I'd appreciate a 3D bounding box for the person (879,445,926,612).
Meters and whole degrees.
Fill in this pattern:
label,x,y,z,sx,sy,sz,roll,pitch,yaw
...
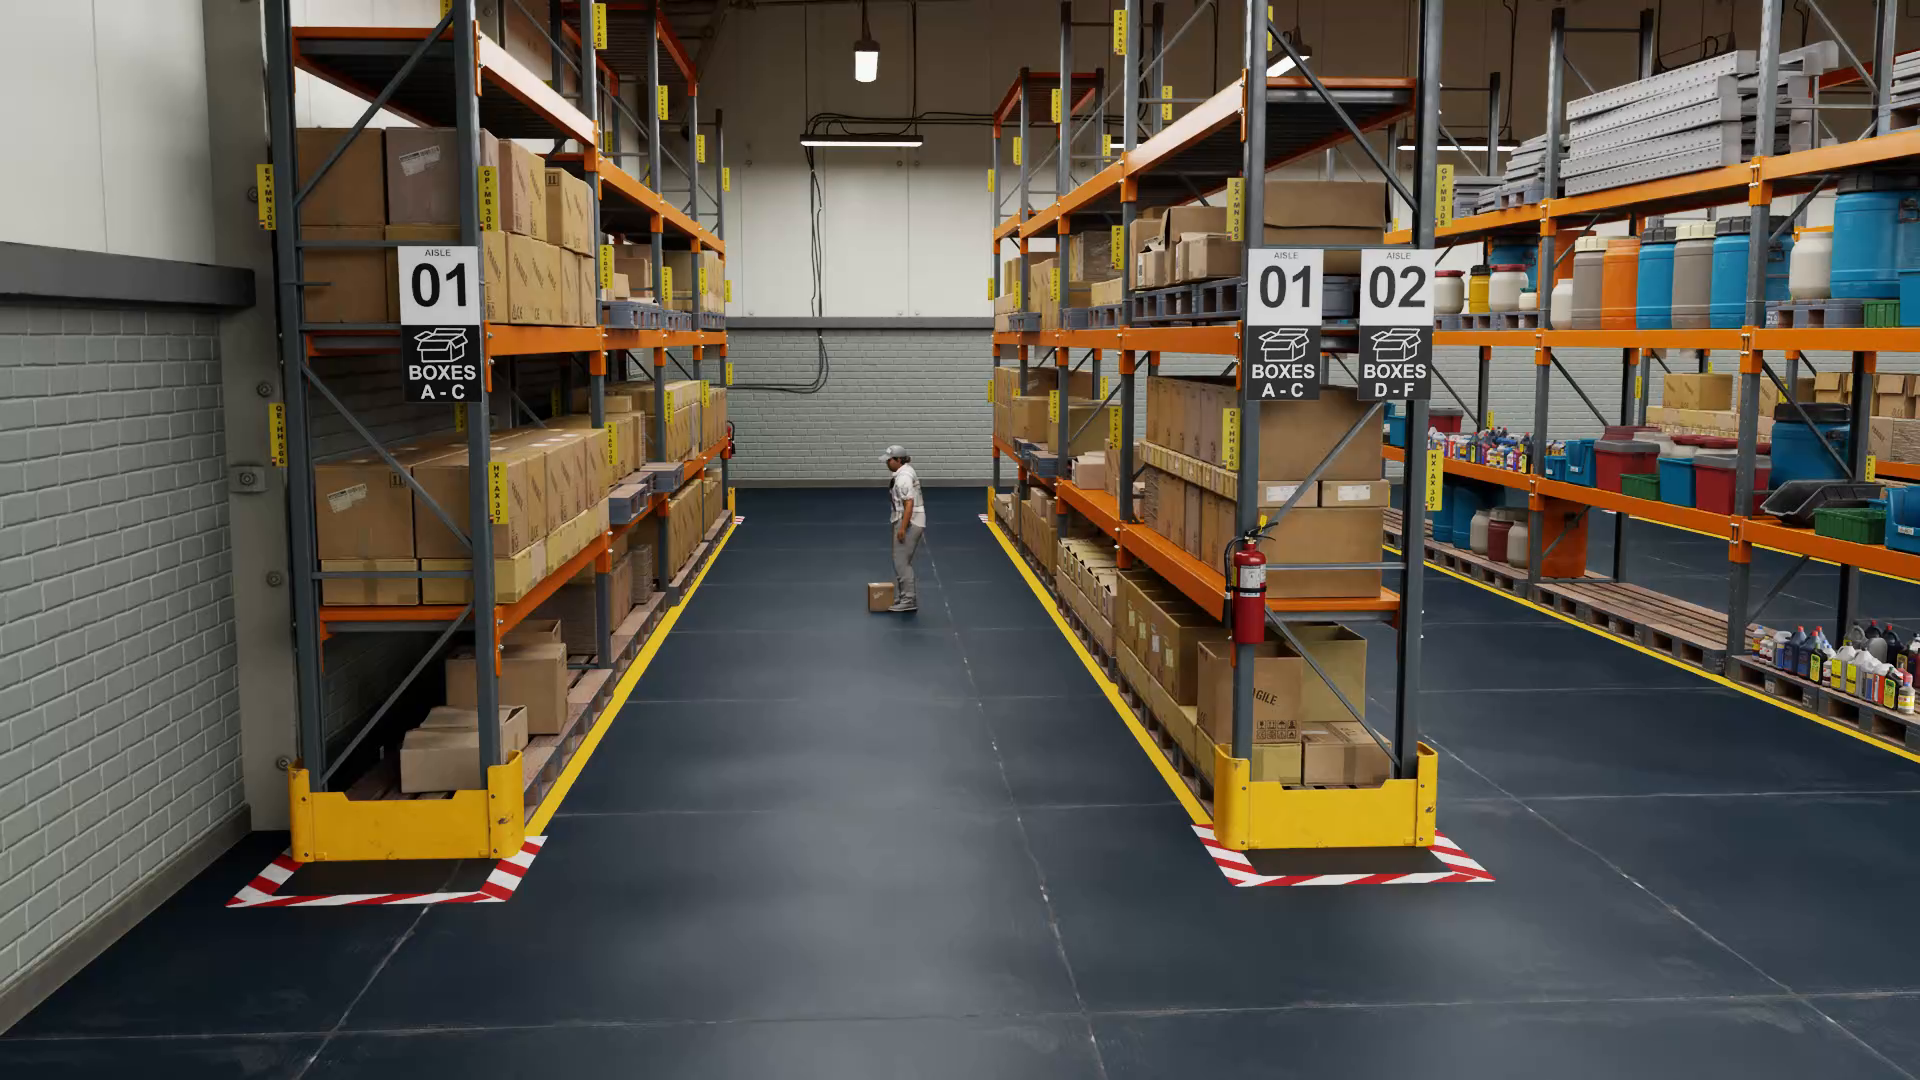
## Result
label,x,y,z,sx,sy,sz,roll,pitch,yaw
person,-0.584,-0.128,16.776,0.473,1.666,0.546,-1,7,-4
